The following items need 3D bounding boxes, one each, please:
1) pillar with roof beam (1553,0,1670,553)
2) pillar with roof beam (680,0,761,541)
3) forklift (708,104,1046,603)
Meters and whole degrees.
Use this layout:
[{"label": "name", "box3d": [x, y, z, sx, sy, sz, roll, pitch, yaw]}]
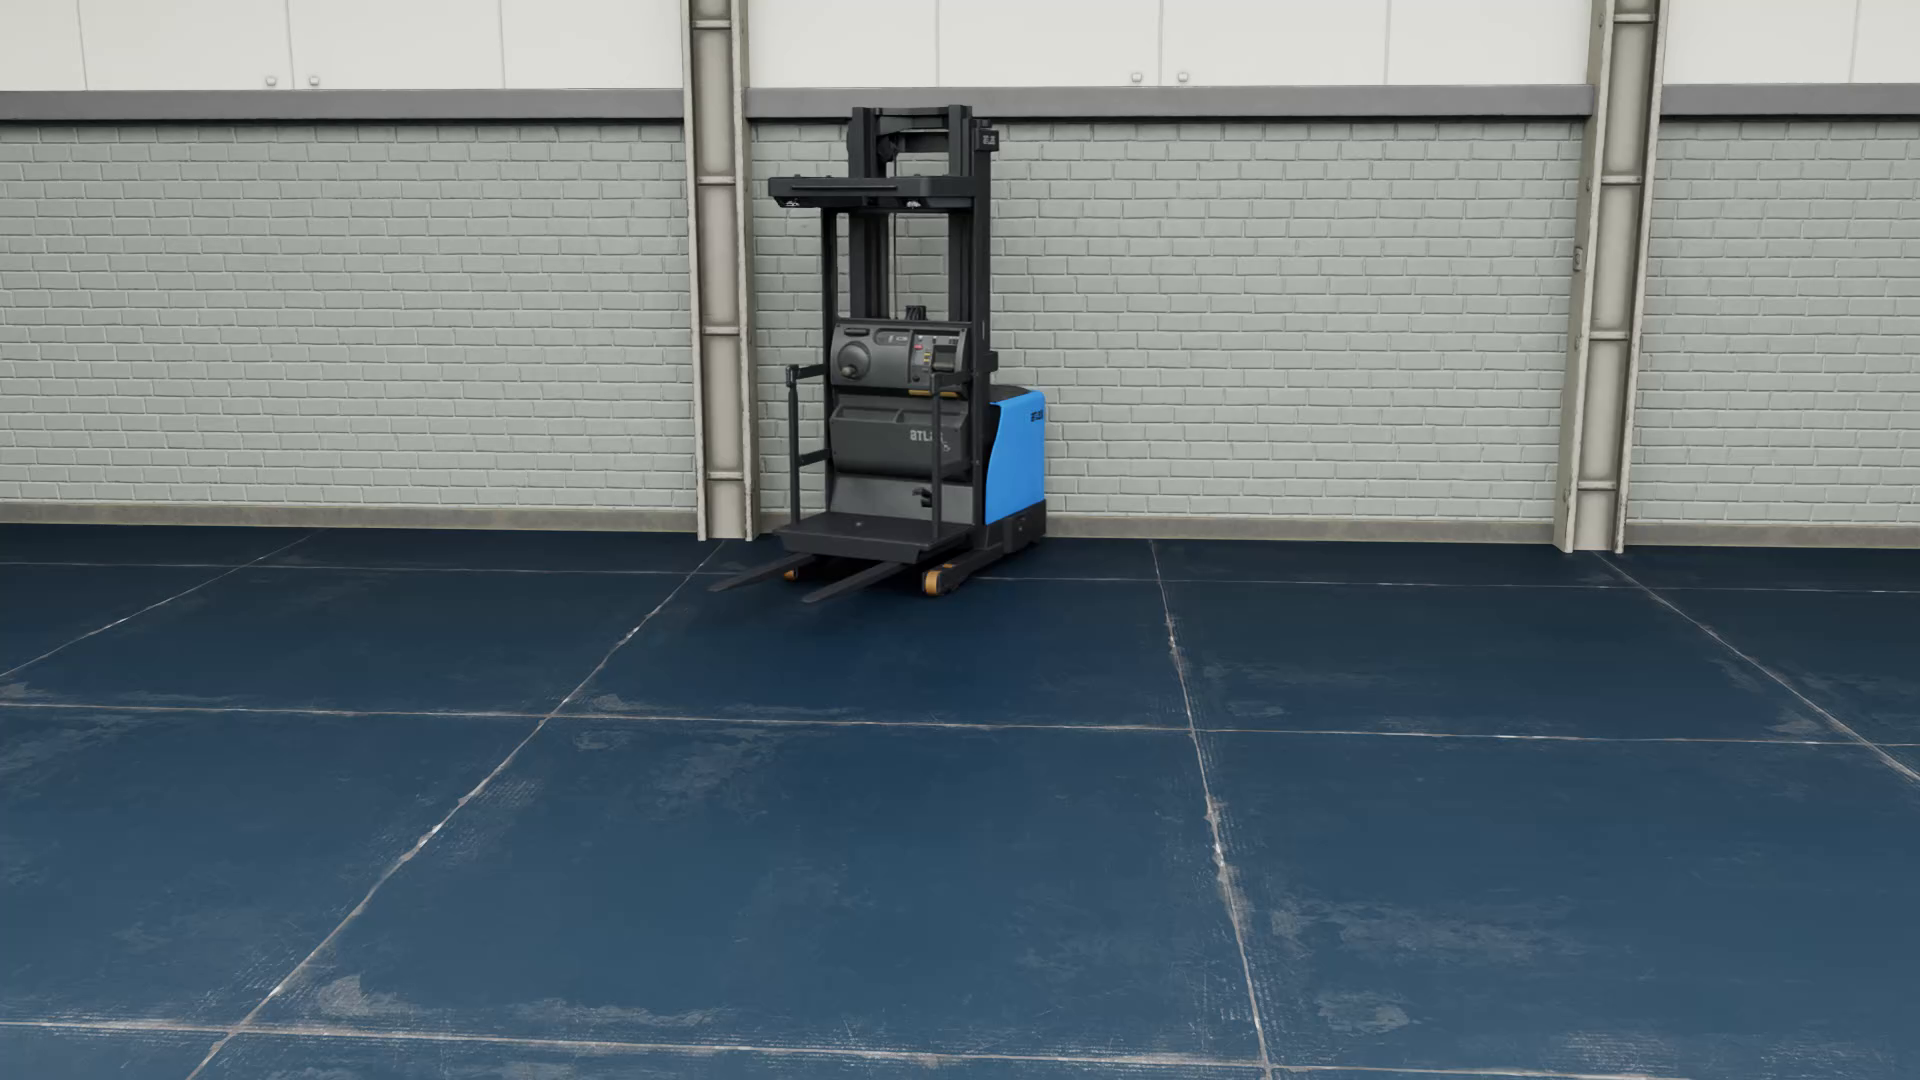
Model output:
[{"label": "pillar with roof beam", "box3d": [4.052, -3.470, 6.378, 0.400, 9.000, 9.100, 1, 12, 4]}, {"label": "pillar with roof beam", "box3d": [-1.935, -3.552, 6.771, 0.400, 9.000, 9.100, 1, 12, 4]}, {"label": "forklift", "box3d": [-0.478, -1.189, 10.292, 1.130, 2.935, 3.031, 5, 13, 24]}]
